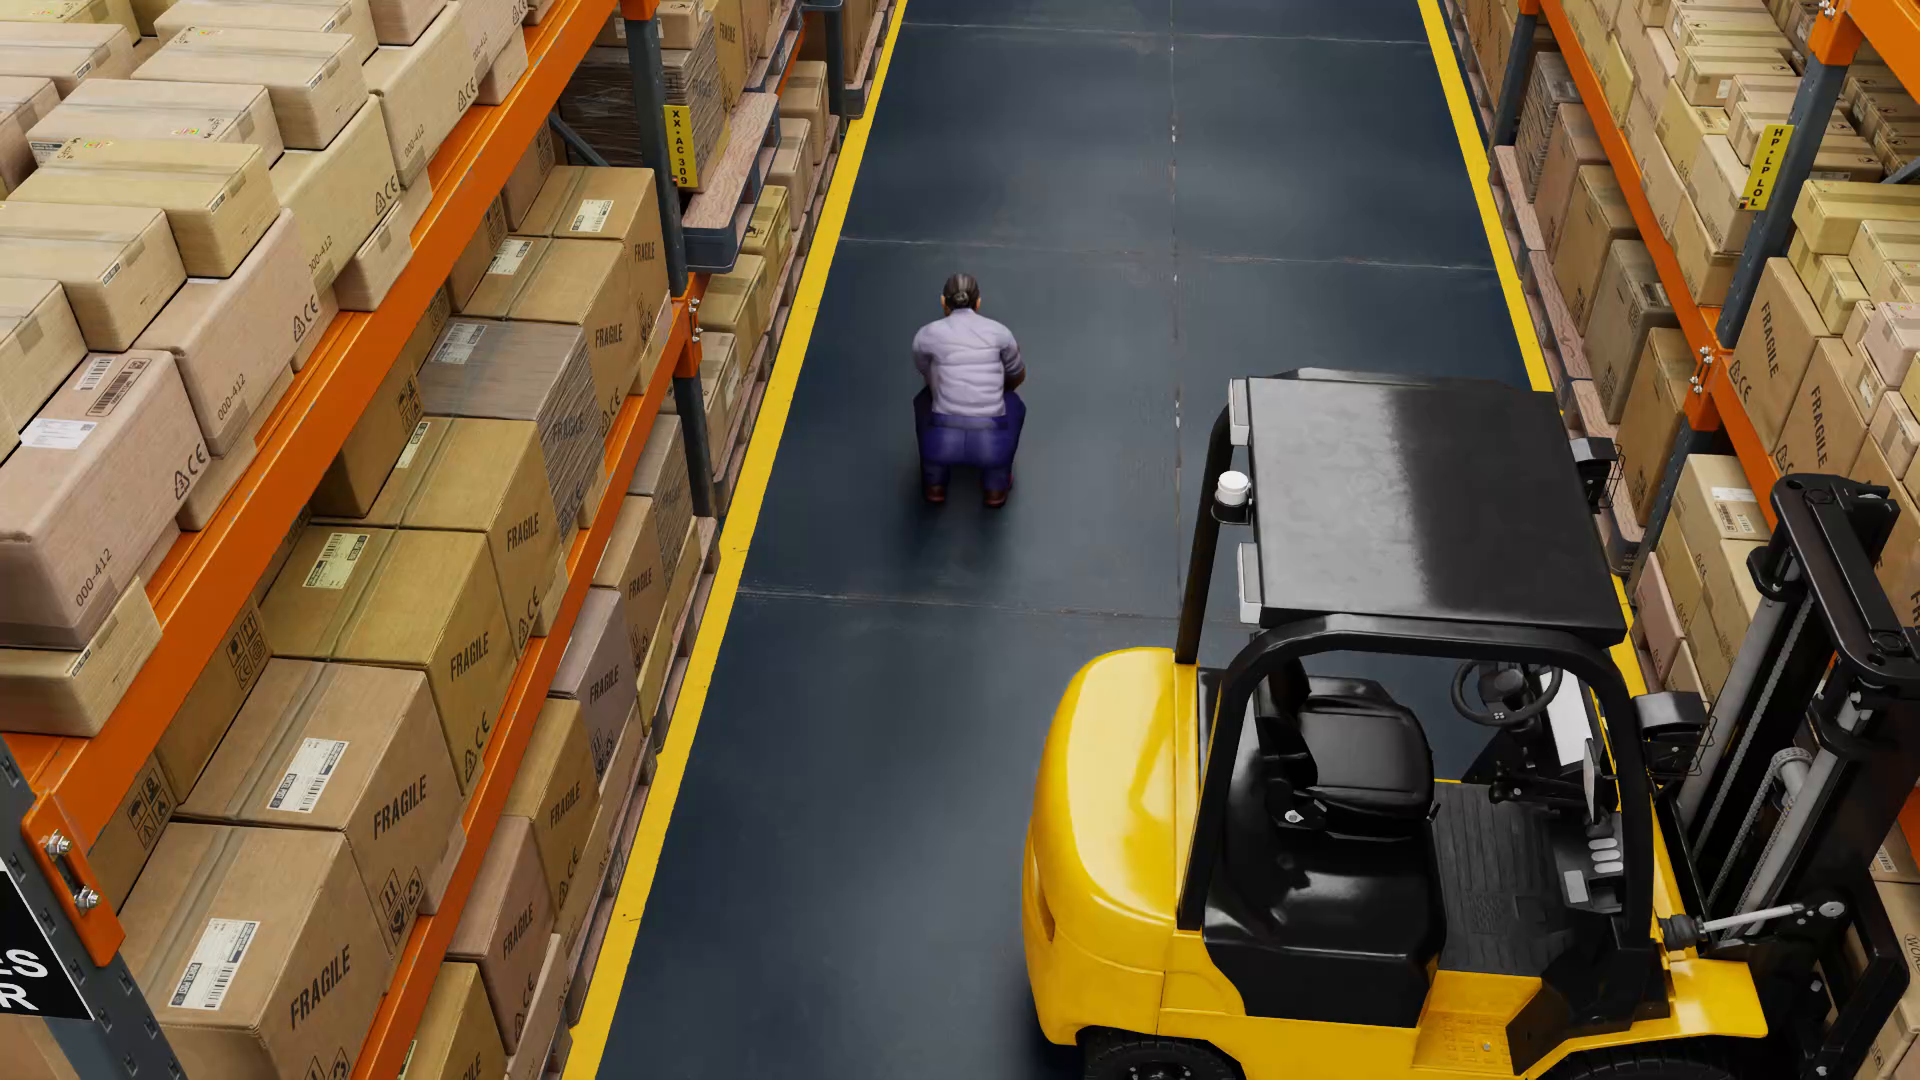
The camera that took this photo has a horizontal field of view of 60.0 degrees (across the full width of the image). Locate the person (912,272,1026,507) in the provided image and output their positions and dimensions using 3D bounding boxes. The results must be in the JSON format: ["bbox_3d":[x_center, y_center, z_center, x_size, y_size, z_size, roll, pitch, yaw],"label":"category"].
[{"bbox_3d":[0.035,-0.679,7.536,0.529,0.929,0.818,3,40,4],"label":"person"}]
